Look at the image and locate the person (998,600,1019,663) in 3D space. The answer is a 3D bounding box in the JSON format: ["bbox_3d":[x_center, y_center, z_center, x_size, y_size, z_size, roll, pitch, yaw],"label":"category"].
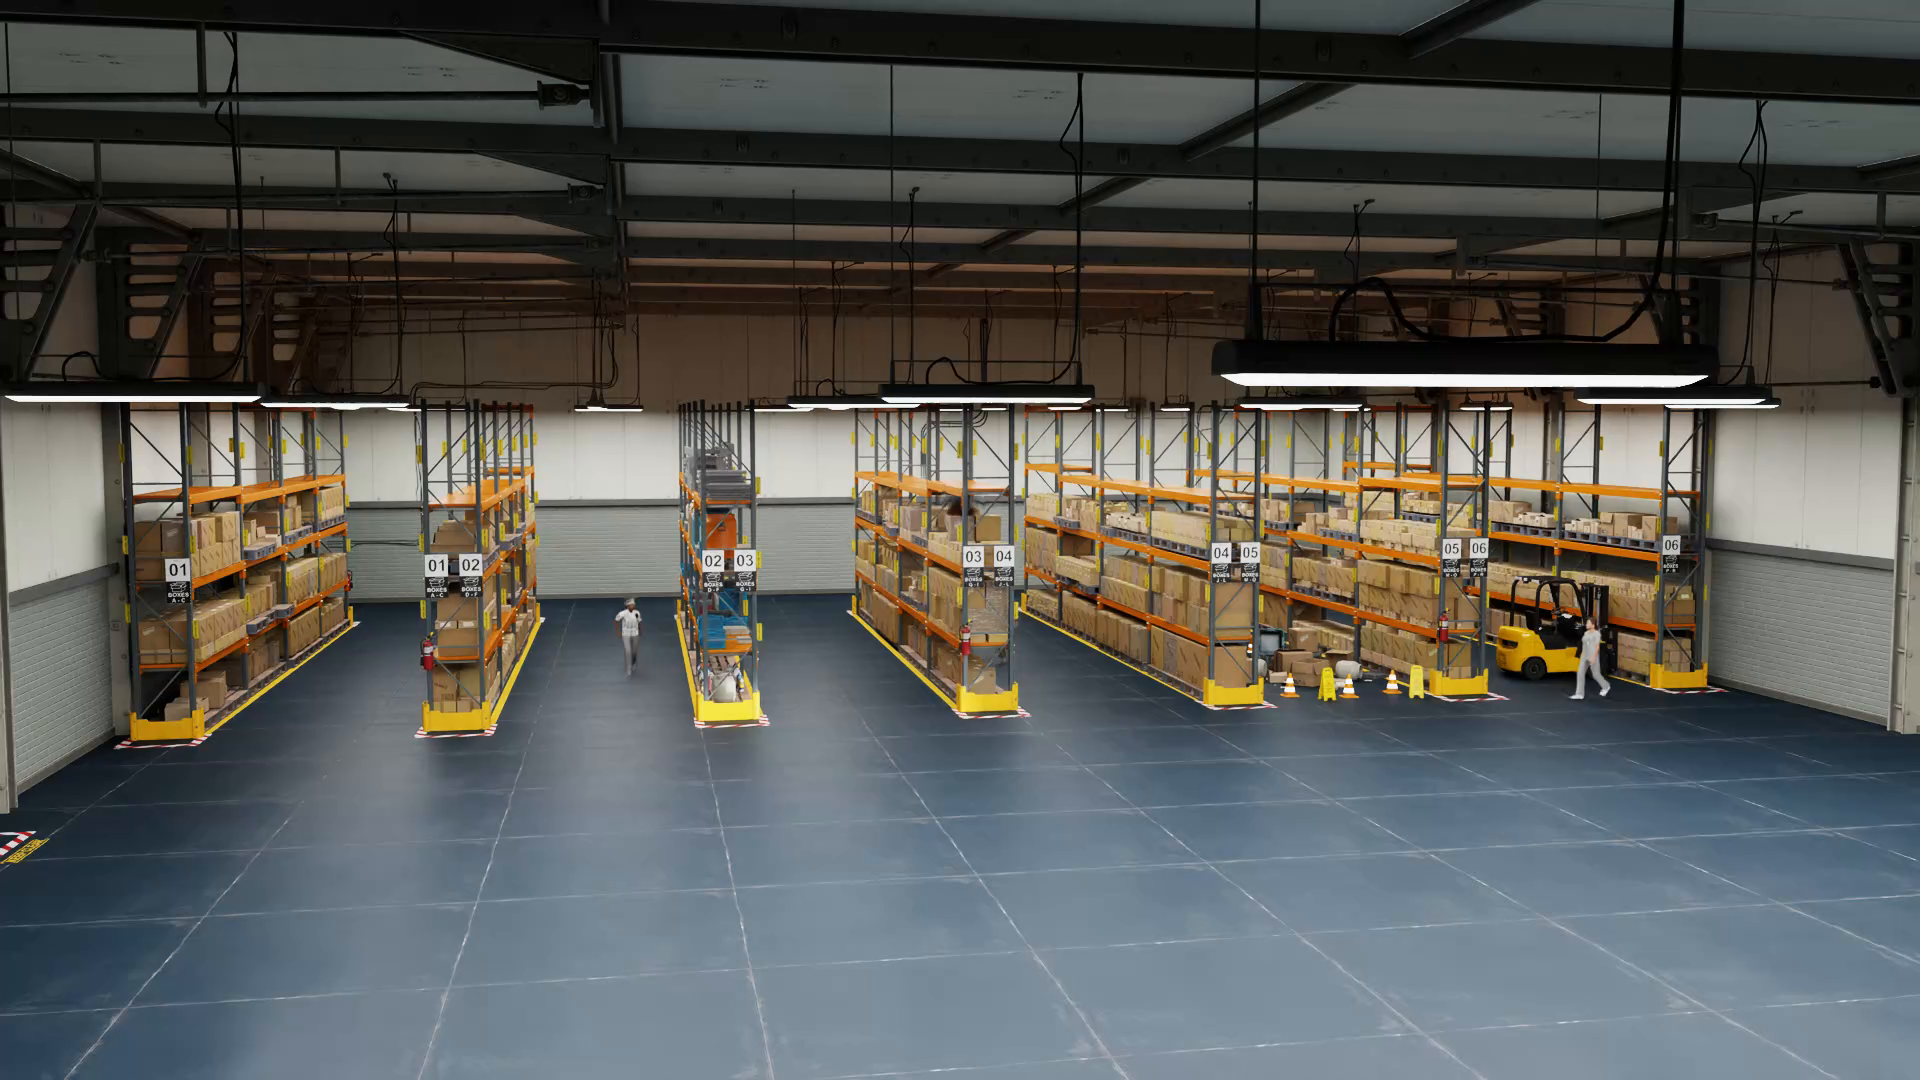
[{"bbox_3d":[1.071,1.949,38.250,0.588,1.711,1.145,-1,4,-13],"label":"person"}]

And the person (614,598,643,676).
[{"bbox_3d":[-7.288,2.101,36.552,0.626,1.650,1.028,-1,4,-10],"label":"person"}]

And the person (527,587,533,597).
[{"bbox_3d":[-12.472,1.306,47.550,0.523,1.630,0.473,2,5,27],"label":"person"}]

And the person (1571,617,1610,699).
[{"bbox_3d":[12.705,2.375,33.447,0.948,1.644,0.436,-3,5,-32],"label":"person"}]
